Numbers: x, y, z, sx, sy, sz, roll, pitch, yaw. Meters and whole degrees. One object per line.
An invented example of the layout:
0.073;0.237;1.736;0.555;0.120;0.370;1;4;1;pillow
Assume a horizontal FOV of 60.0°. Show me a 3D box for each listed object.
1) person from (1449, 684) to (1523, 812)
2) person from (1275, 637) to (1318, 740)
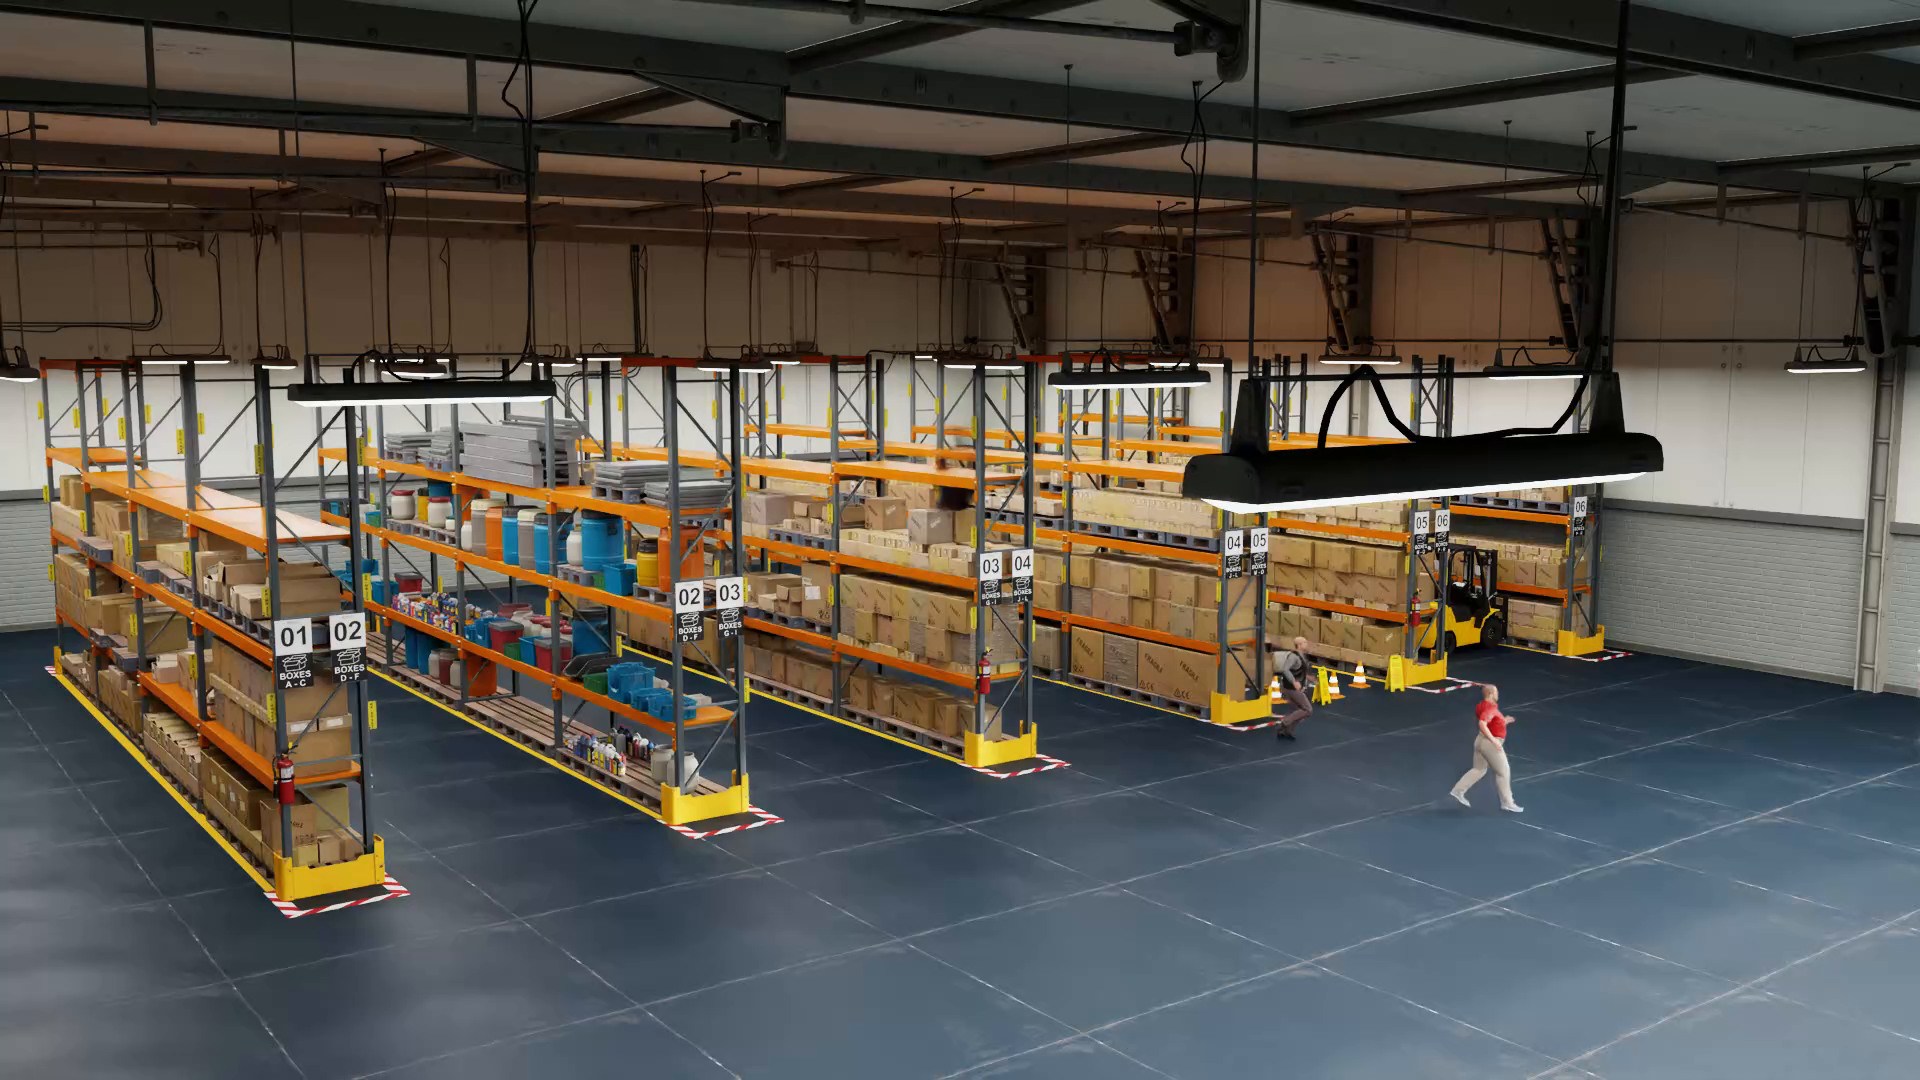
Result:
7.105;2.782;22.284;0.941;1.725;0.658;-1;7;-7;person
5.337;2.355;26.359;0.640;1.673;0.655;2;7;18;person
